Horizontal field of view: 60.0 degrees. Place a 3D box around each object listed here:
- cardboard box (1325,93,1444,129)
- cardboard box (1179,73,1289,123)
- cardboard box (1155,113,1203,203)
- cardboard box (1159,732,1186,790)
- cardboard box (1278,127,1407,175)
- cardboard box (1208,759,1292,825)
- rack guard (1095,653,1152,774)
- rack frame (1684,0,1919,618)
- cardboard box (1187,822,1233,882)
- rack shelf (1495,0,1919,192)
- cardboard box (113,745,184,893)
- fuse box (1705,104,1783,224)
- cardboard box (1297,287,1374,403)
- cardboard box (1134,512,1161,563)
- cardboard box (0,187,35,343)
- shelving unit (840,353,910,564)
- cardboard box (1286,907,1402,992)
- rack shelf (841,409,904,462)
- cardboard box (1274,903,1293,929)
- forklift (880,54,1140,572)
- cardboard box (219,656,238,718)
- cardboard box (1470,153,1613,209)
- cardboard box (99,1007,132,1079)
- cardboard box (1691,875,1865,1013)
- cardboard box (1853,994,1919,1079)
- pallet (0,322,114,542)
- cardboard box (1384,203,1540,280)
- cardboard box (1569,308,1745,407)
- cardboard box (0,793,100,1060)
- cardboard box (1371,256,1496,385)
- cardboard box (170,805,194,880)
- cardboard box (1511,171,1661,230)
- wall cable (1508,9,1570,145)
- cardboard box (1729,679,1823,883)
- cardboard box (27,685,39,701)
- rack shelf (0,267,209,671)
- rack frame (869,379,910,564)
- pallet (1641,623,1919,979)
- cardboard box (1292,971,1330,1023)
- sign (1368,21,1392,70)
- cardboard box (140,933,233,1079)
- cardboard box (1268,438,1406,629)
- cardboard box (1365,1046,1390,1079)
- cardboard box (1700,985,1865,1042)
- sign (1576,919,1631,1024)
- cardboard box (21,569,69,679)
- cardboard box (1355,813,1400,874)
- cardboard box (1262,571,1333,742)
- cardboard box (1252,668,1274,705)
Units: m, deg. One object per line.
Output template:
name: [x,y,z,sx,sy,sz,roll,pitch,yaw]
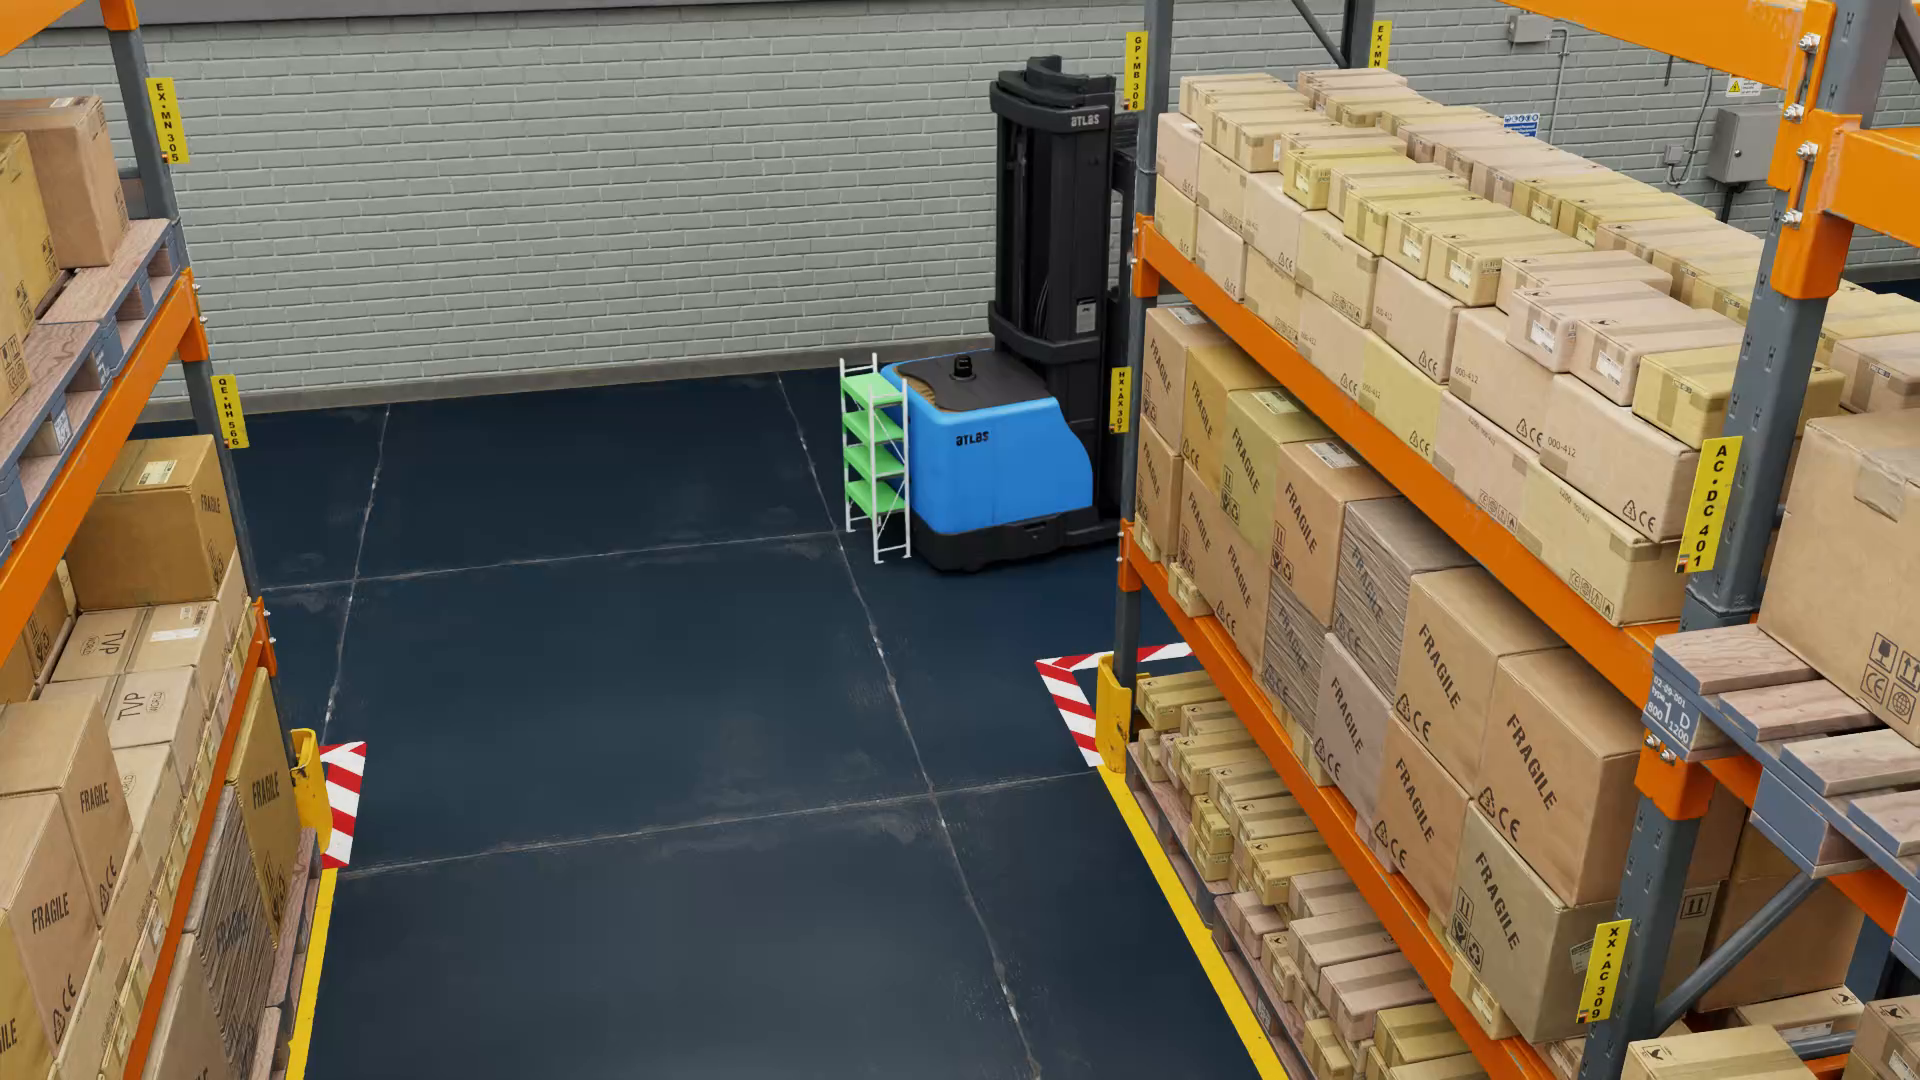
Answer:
cardboard box: [1.659,-1.646,6.523,0.380,0.149,0.250,-7,28,-13]
cardboard box: [1.130,-1.828,6.883,0.380,0.149,0.250,-6,27,-12]
cardboard box: [1.127,-1.592,6.857,0.500,0.250,0.500,-6,27,-11]
cardboard box: [1.153,1.015,7.779,0.380,0.149,0.250,-6,27,-12]
cardboard box: [1.375,-1.378,5.992,0.380,0.149,0.250,-5,27,-10]
cardboard box: [1.314,1.097,7.285,0.380,0.149,0.250,-7,28,-14]
rack guard: [1.296,0.829,8.552,1.175,0.500,0.348,-6,27,-12]
rack frame: [2.180,-1.242,3.224,1.000,3.000,0.127,-6,27,-12]
cardboard box: [1.237,1.366,7.412,0.380,0.149,0.250,-6,27,-11]
rack shelf: [1.730,-1.797,5.126,1.077,0.370,4.000,-6,27,-12]
cardboard box: [-2.859,0.934,5.407,0.500,0.250,0.500,-6,27,-12]
fuse box: [6.865,-2.914,14.624,0.539,1.711,0.414,-6,27,-12]
cardboard box: [1.480,-0.685,5.615,0.500,0.250,0.500,-6,27,-12]
cardboard box: [1.032,-0.032,7.764,0.380,0.149,0.250,-6,27,-12]
cardboard box: [-3.234,-0.772,4.934,0.700,0.500,0.500,-8,28,-15]
shelving unit: [-0.531,-0.509,10.424,0.258,1.200,0.503,-12,29,-21]
cardboard box: [1.481,1.561,6.366,0.380,0.149,0.250,-7,28,-13]
rack shelf: [-0.532,-0.666,10.345,0.258,0.148,0.480,-12,29,-21]
cardboard box: [1.501,1.458,6.899,0.380,0.149,0.250,-5,27,-9]
forklift: [1.036,-1.540,10.548,3.031,2.935,1.130,-11,29,-22]
cardboard box: [-3.059,0.599,6.512,0.380,0.149,0.250,-6,27,-11]
cardboard box: [1.965,-1.199,5.637,0.380,0.149,0.250,-7,28,-13]
cardboard box: [-2.598,1.498,4.732,0.380,0.149,0.250,-7,28,-13]
cardboard box: [2.314,1.016,4.968,0.500,0.500,0.500,-6,27,-13]
cardboard box: [2.461,1.252,4.094,0.380,0.149,0.250,-5,27,-9]
pallet: [-3.121,-0.299,4.783,1.003,0.211,1.213,-6,27,-12]
cardboard box: [1.527,-0.912,5.068,0.380,0.149,0.250,-6,27,-12]
cardboard box: [1.774,-0.462,4.176,0.380,0.149,0.250,-5,27,-10]
cardboard box: [-2.637,1.042,4.361,0.500,0.500,0.500,-6,27,-12]
cardboard box: [1.601,-0.694,5.079,0.500,0.250,0.500,-5,27,-9]
cardboard box: [-2.831,1.046,5.628,0.380,0.149,0.250,-5,27,-11]
cardboard box: [2.029,-1.085,5.411,0.380,0.149,0.250,-7,28,-13]
wall cable: [4.785,-3.807,13.802,0.585,1.953,0.123,-6,27,-12]
cardboard box: [2.316,0.590,4.702,0.500,0.500,0.500,-5,27,-10]
cardboard box: [-3.498,0.760,5.751,0.500,0.250,0.500,-7,28,-13]
rack shelf: [-3.126,0.000,4.891,1.077,0.370,4.000,-6,27,-12]
rack frame: [-0.431,-0.408,10.226,0.240,1.200,0.015,-12,29,-21]
pallet: [2.216,0.463,3.384,1.213,0.211,1.003,-6,27,-12]
cardboard box: [1.533,1.808,6.537,0.380,0.149,0.250,-5,27,-11]
sign: [1.824,-2.102,7.274,0.100,0.325,0.005,-6,27,-12]
cardboard box: [-2.949,1.964,5.423,0.875,0.875,0.875,-6,27,-12]
cardboard box: [1.455,-0.045,5.959,0.500,0.500,0.500,-7,28,-13]
cardboard box: [1.688,1.929,5.967,0.380,0.149,0.250,-6,27,-11]
cardboard box: [2.435,1.391,4.945,0.380,0.149,0.250,-5,27,-10]
sign: [1.653,1.108,4.265,0.100,0.325,0.005,-6,27,-12]
cardboard box: [-3.619,0.196,6.036,0.500,0.500,0.500,-7,28,-13]
cardboard box: [1.597,0.989,5.740,0.380,0.149,0.250,-7,28,-14]
cardboard box: [1.475,0.400,6.188,0.500,0.500,0.500,-7,28,-13]
cardboard box: [1.396,0.532,6.647,0.380,0.149,0.250,-6,27,-13]
